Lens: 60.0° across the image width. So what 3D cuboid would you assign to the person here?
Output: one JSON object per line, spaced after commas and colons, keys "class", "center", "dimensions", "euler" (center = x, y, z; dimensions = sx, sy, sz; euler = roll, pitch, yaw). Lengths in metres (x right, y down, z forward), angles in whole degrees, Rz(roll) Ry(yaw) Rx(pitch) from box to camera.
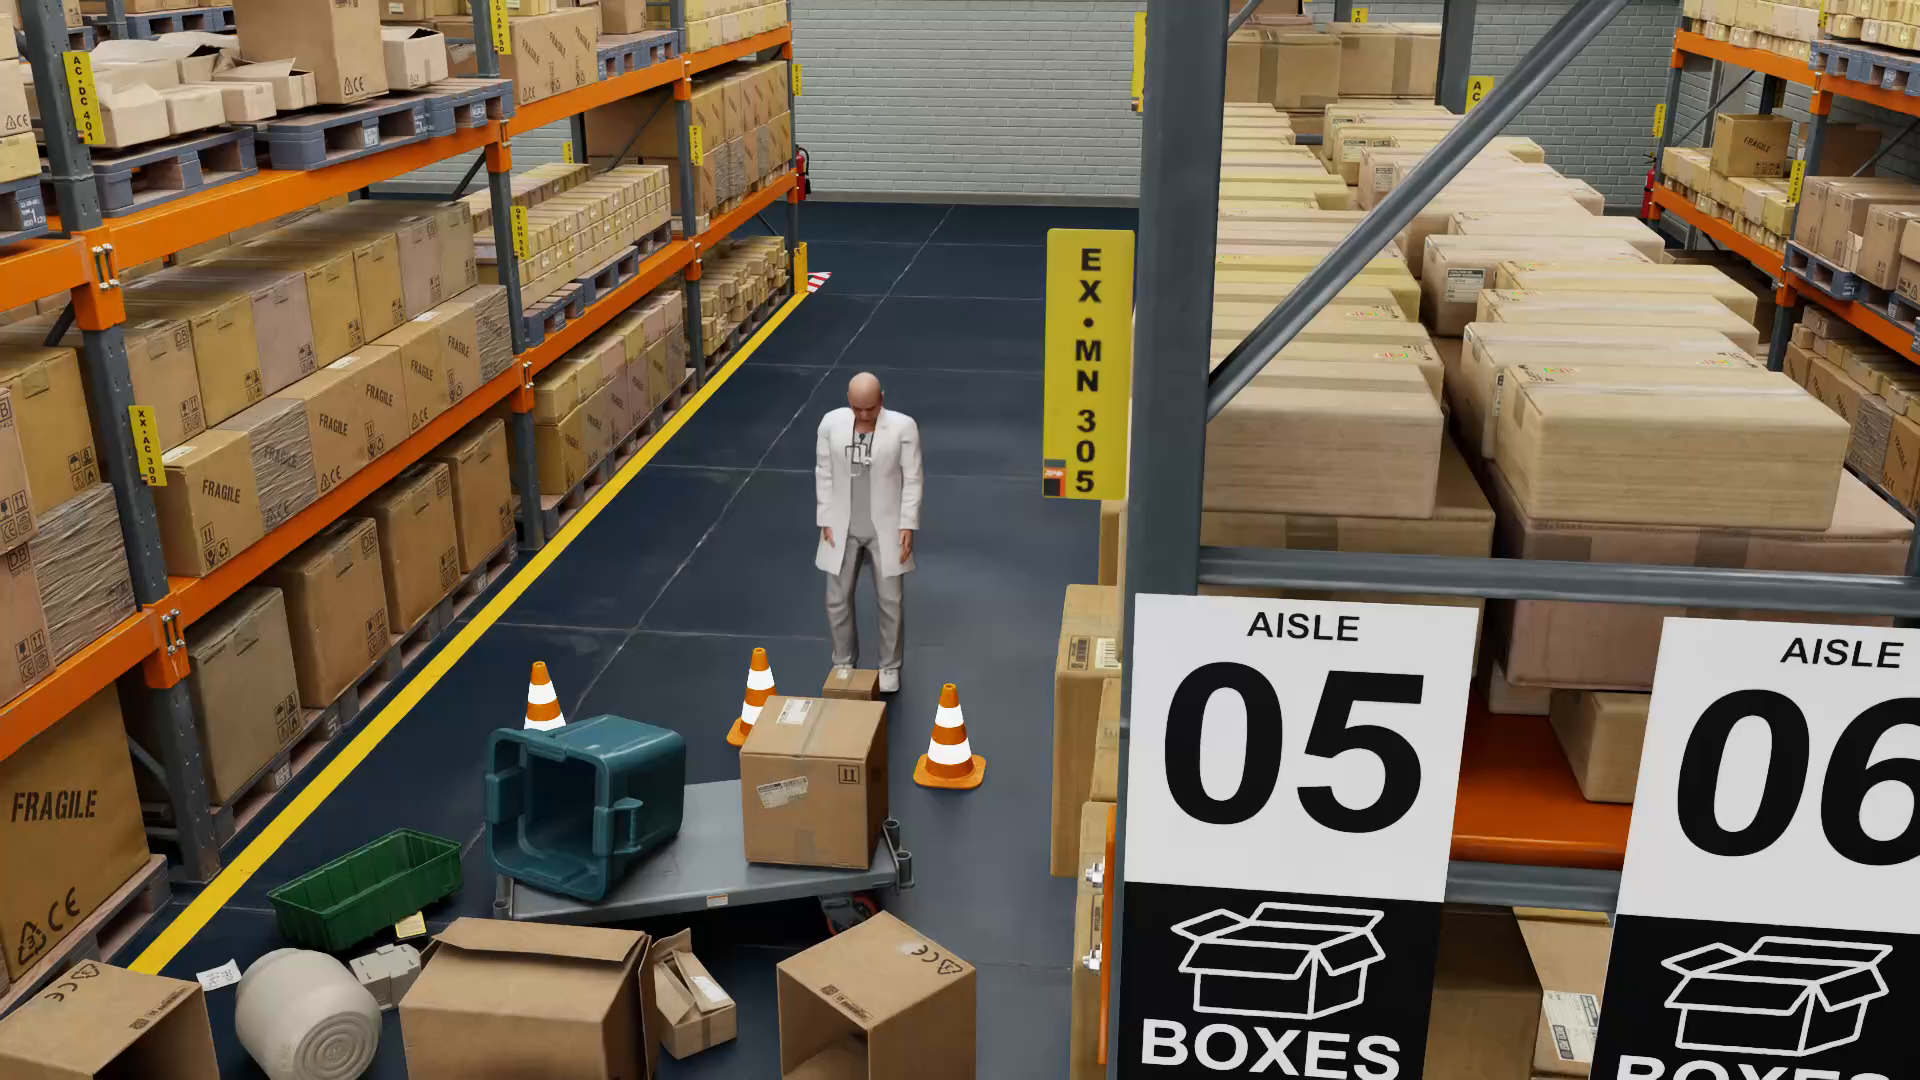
{"class": "person", "center": [-0.479, -0.047, 8.778], "dimensions": [0.579, 1.752, 0.390], "euler": [3, 21, 8]}
